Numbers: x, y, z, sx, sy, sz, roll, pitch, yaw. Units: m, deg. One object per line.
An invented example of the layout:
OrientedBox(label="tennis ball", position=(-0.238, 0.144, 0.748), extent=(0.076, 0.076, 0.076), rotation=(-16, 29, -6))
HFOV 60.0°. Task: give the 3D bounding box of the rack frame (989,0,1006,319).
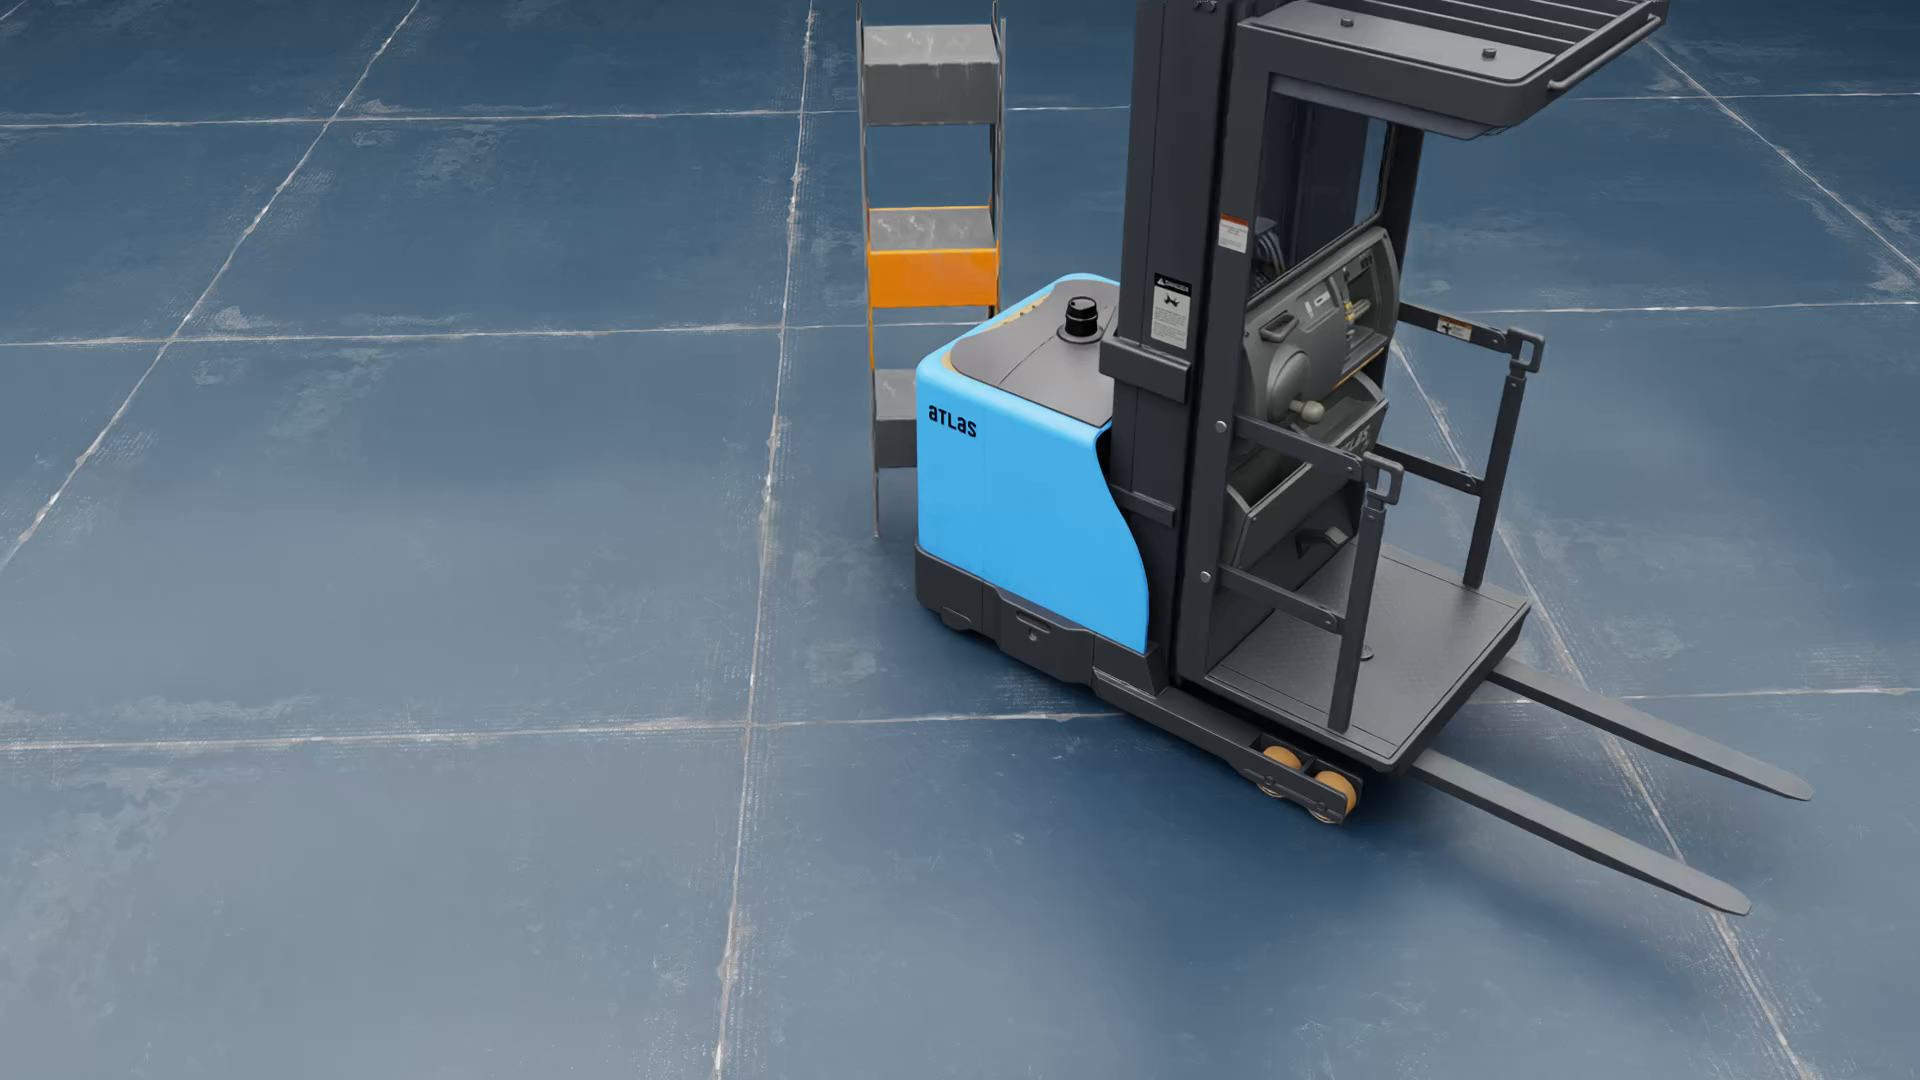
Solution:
OrientedBox(label="rack frame", position=(0.136, -0.998, 6.347), extent=(0.015, 2.100, 0.400), rotation=(-2, 35, -3))

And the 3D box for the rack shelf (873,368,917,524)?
OrientedBox(label="rack shelf", position=(-0.107, -0.404, 6.742), extent=(0.480, 0.518, 0.431), rotation=(-2, 35, -3))

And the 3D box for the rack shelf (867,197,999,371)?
OrientedBox(label="rack shelf", position=(-0.107, -0.979, 6.344), extent=(0.480, 0.518, 0.431), rotation=(-2, 35, -3))

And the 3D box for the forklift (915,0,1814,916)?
OrientedBox(label="forklift", position=(1.296, -0.627, 5.080), extent=(3.031, 2.935, 1.130), rotation=(25, 42, 31))

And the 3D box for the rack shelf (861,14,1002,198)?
OrientedBox(label="rack shelf", position=(-0.107, -1.555, 5.946), extent=(0.480, 0.518, 0.431), rotation=(-2, 35, -3))

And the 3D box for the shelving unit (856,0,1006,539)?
OrientedBox(label="shelving unit", position=(-0.107, -0.991, 6.336), extent=(0.503, 2.100, 0.431), rotation=(-2, 35, -3))

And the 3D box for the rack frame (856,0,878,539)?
OrientedBox(label="rack frame", position=(-0.351, -0.983, 6.325), extent=(0.015, 2.100, 0.400), rotation=(-2, 35, -3))
